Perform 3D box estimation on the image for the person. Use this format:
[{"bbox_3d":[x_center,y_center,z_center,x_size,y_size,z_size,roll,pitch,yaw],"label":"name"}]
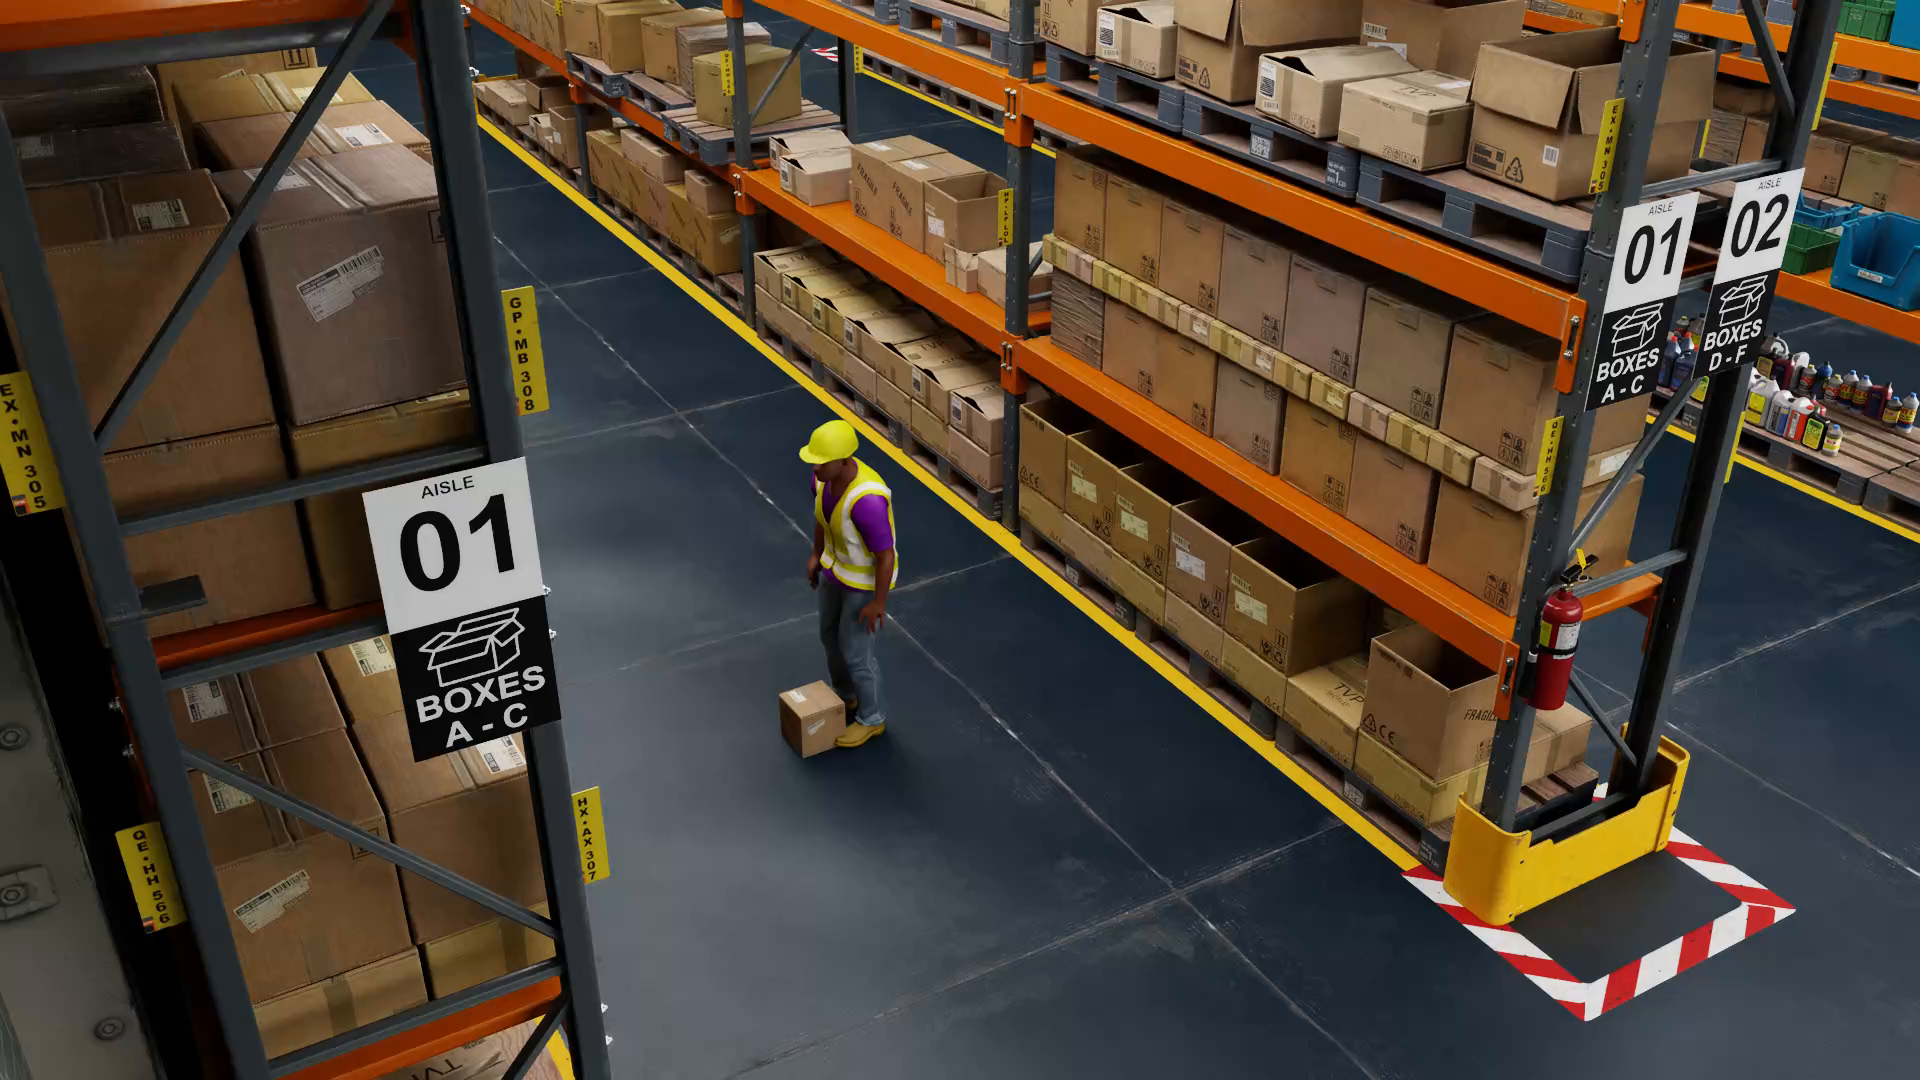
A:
[{"bbox_3d":[-0.557,0.194,8.195,0.462,1.759,0.629,-18,34,-29],"label":"person"}]
